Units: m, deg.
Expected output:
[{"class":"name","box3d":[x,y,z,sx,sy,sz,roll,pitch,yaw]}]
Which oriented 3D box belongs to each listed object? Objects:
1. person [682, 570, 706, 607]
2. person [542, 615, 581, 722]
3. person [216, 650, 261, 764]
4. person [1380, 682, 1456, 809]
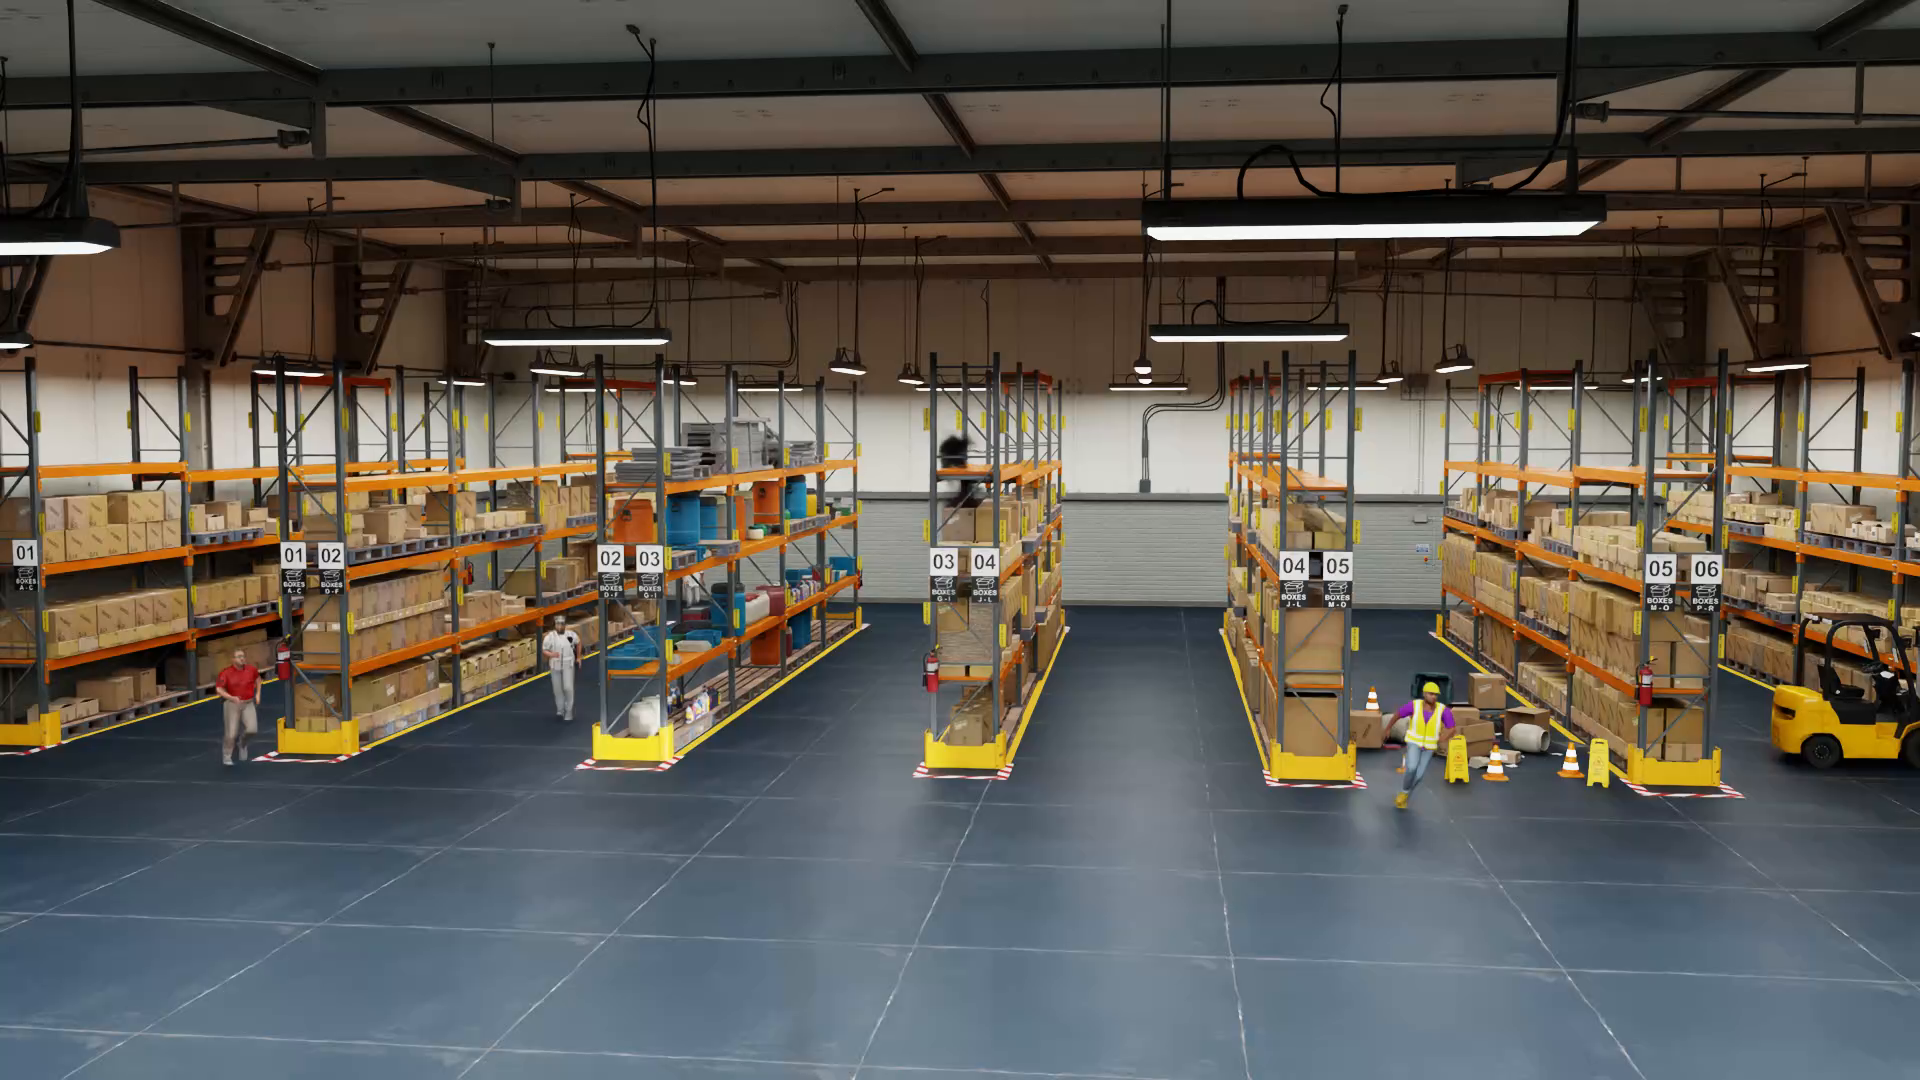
[{"class":"person","box3d":[-6.809,1.158,42.295,0.687,1.708,0.622,-2,4,-23]},{"class":"person","box3d":[-6.681,2.158,27.899,0.617,1.818,0.832,-1,4,-9]},{"class":"person","box3d":[-10.482,2.437,24.255,0.687,1.684,0.669,-3,5,-38]},{"class":"person","box3d":[5.948,2.664,21.466,0.875,1.667,0.711,0,4,0]}]
